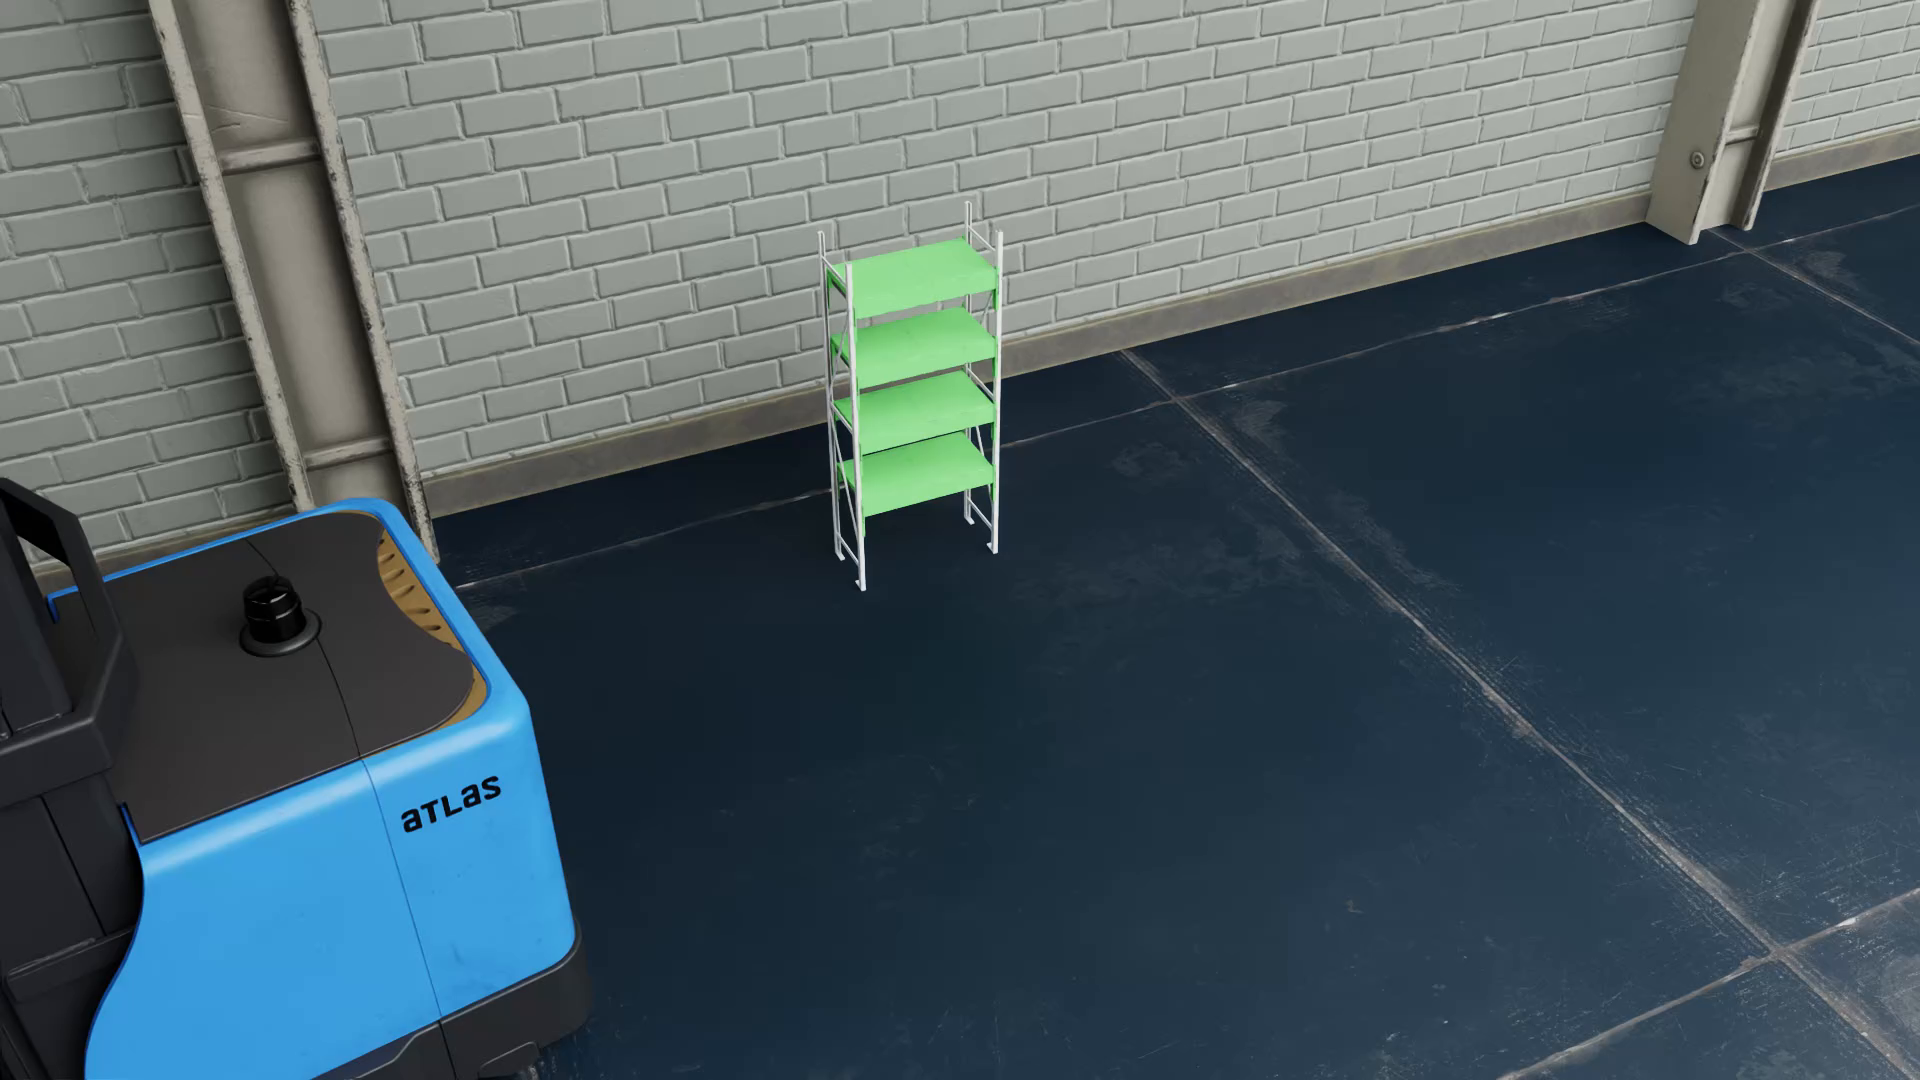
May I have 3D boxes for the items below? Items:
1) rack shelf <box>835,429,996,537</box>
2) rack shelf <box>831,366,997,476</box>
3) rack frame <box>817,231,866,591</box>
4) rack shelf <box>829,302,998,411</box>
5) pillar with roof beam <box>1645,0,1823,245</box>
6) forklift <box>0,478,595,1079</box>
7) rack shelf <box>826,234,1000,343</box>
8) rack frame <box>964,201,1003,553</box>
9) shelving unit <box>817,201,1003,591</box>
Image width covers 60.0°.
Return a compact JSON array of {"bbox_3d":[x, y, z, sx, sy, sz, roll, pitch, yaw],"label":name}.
[{"bbox_3d":[-0.150,-0.196,5.517,0.480,0.148,0.258,-16,39,-20],"label":"rack shelf"},{"bbox_3d":[-0.150,-0.389,5.374,0.480,0.148,0.258,-16,39,-20],"label":"rack shelf"},{"bbox_3d":[-0.371,-0.378,5.253,0.015,1.200,0.240,-16,39,-20],"label":"rack frame"},{"bbox_3d":[-0.150,-0.581,5.231,0.480,0.148,0.258,-16,39,-20],"label":"rack shelf"},{"bbox_3d":[5.253,-2.767,1.926,0.400,9.000,9.100,-16,39,-20],"label":"pillar with roof beam"},{"bbox_3d":[-2.411,0.279,2.913,3.031,2.935,1.130,-22,42,-26],"label":"forklift"},{"bbox_3d":[-0.150,-0.774,5.088,0.480,0.148,0.258,-16,39,-20],"label":"rack shelf"},{"bbox_3d":[0.071,-0.502,5.419,0.015,1.200,0.240,-16,39,-20],"label":"rack frame"},{"bbox_3d":[-0.150,-0.440,5.336,0.503,1.200,0.258,-16,39,-20],"label":"shelving unit"}]
